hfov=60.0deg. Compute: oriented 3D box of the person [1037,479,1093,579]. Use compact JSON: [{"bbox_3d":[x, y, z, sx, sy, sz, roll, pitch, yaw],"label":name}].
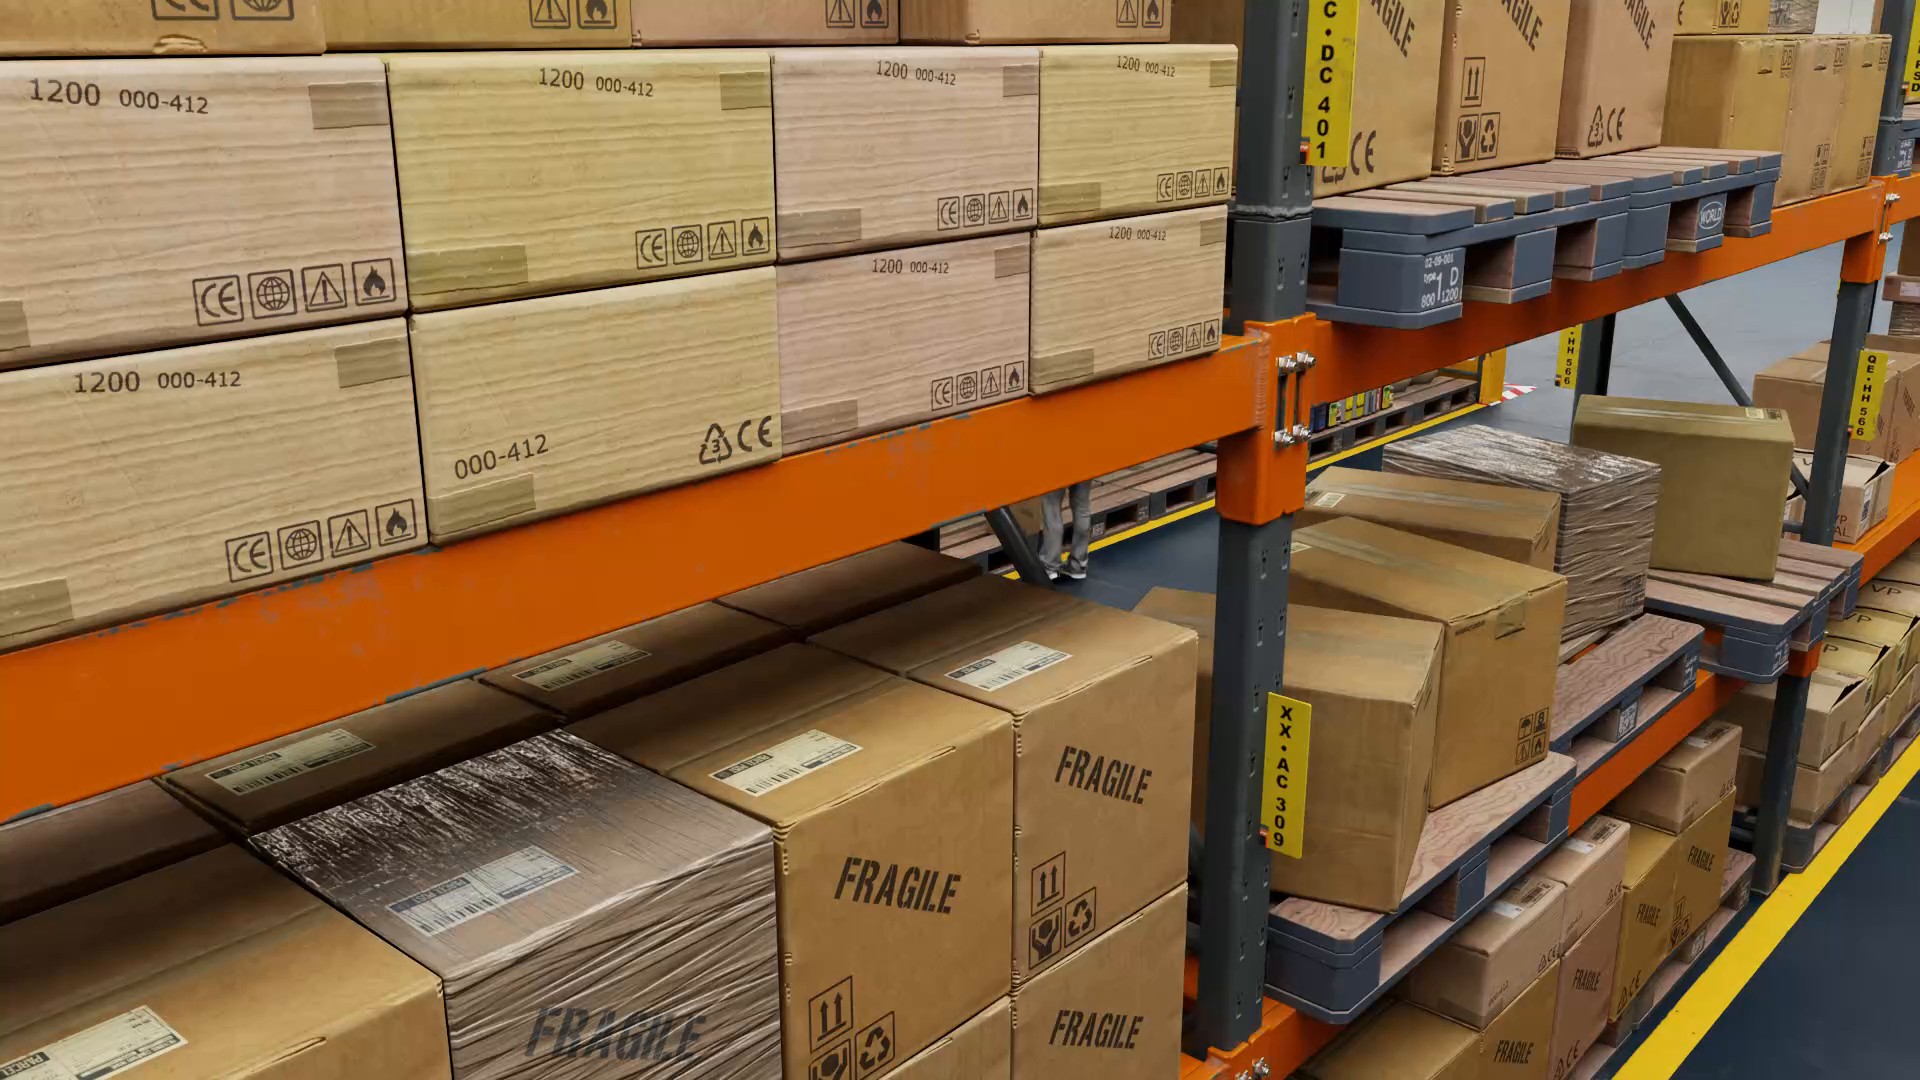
[{"bbox_3d":[0.673,-0.516,10.274,0.456,1.641,0.394,-13,22,-37],"label":"person"}]
